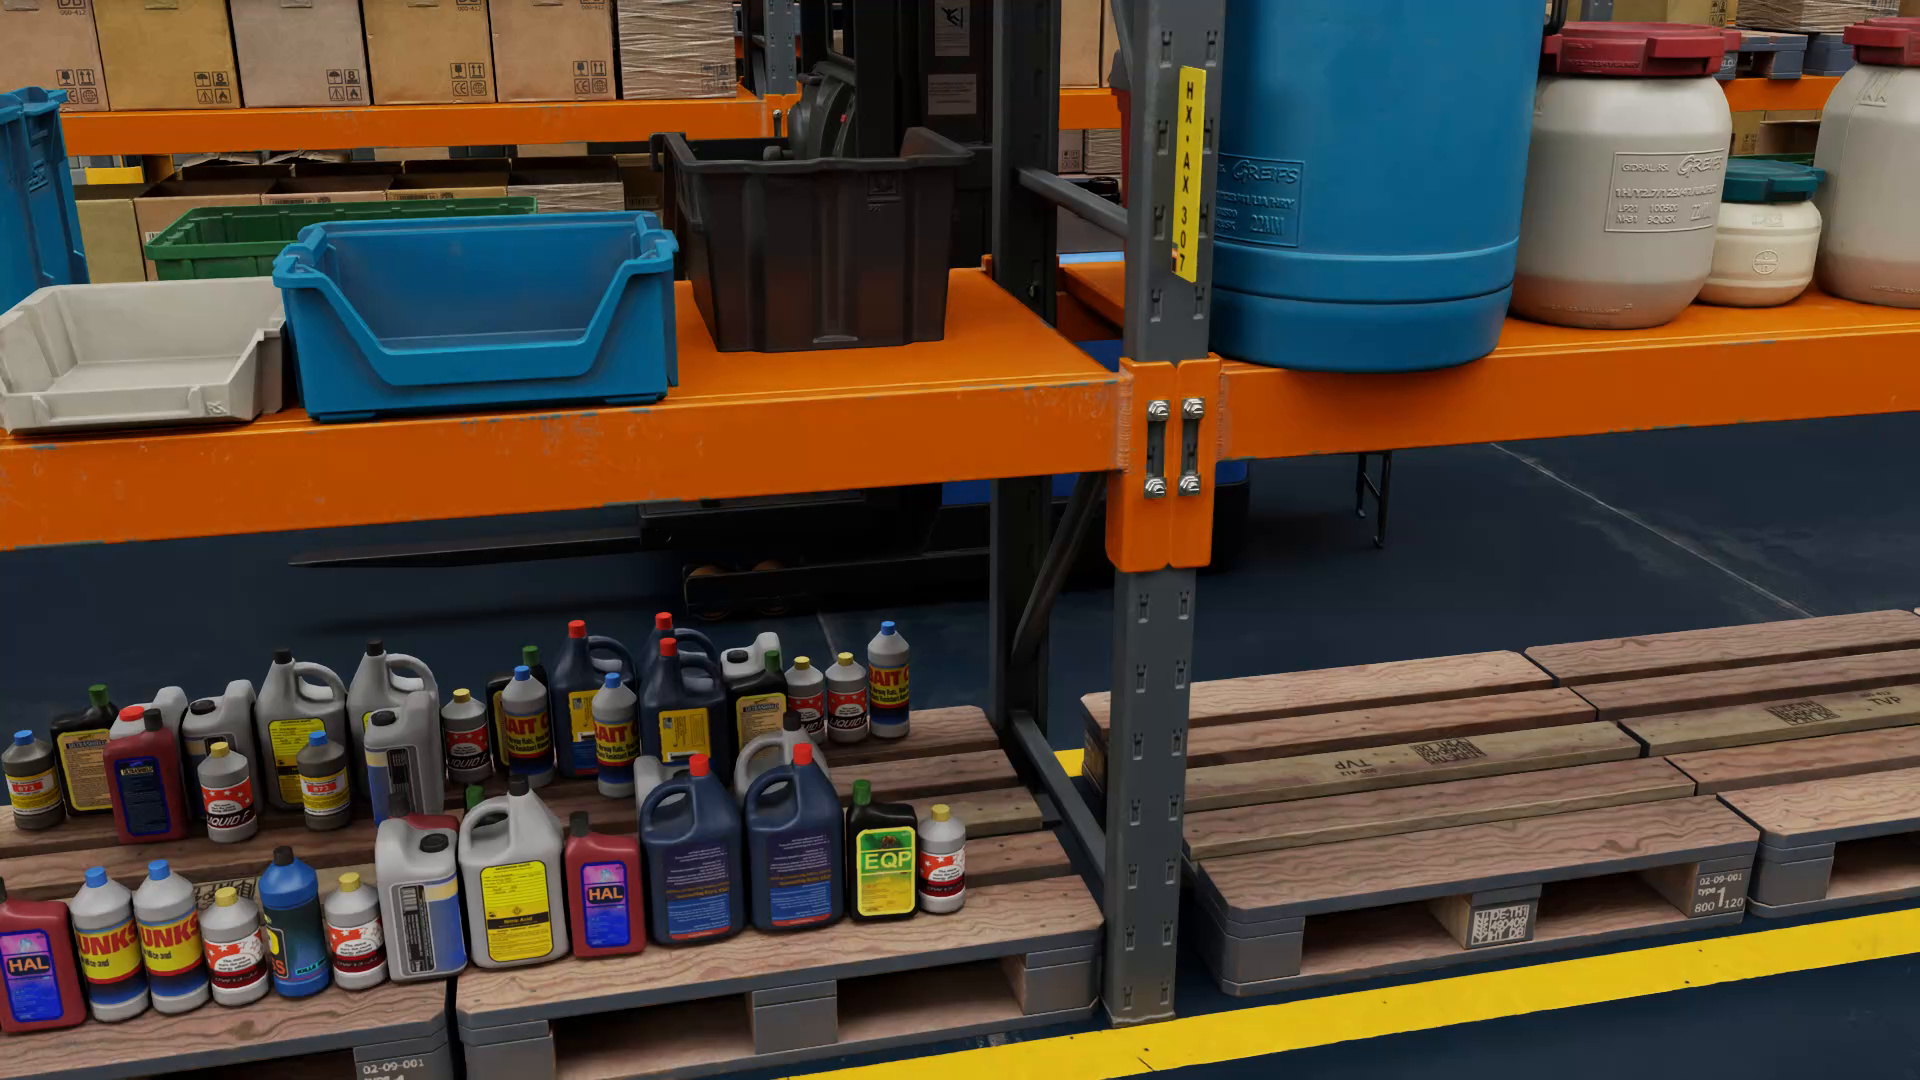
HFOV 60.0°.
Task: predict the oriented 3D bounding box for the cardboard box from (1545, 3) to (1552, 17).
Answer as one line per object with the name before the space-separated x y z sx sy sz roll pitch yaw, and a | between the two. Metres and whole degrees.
cardboard box | 4.740 -4.277 13.466 0.250 0.149 0.380 -5 21 -12

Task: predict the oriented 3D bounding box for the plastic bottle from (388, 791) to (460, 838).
plastic bottle | -1.001 0.601 3.121 0.133 0.283 0.061 -5 21 -12

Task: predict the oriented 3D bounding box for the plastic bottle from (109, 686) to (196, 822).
plastic bottle | -1.711 0.454 3.533 0.135 0.276 0.152 -4 21 -12

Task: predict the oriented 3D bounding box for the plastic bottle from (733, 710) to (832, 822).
plastic bottle | -0.349 0.505 3.287 0.185 0.351 0.144 -5 21 -12

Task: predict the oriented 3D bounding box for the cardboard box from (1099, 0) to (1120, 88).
cardboard box | 0.859 -2.474 8.061 0.500 0.500 0.500 -5 21 -12

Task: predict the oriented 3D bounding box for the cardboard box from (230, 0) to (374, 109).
cardboard box | -2.822 -2.176 7.250 0.500 0.500 0.700 -4 21 -11

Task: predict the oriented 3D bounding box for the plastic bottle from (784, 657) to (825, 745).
plastic bottle | -0.365 0.370 3.871 0.097 0.201 0.097 0 20 0

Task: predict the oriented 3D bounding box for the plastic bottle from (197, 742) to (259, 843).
plastic bottle | -1.529 0.519 3.466 0.097 0.201 0.097 0 20 0

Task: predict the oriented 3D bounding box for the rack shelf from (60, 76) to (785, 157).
rack shelf | -2.838 -1.794 7.397 4.000 0.370 1.077 -5 21 -12

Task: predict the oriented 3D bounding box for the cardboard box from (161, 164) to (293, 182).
cardboard box | -3.361 -1.458 7.730 0.500 0.500 0.500 -5 21 -12

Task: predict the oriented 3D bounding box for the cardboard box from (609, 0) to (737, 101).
cardboard box | -1.322 -2.300 7.586 0.500 0.500 0.700 -5 21 -14

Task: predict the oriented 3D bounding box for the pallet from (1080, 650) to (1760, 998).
pallet | 0.999 0.603 3.863 1.213 0.211 1.003 -5 21 -12

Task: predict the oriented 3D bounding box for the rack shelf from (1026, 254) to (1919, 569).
rack shelf | 2.190 -0.452 3.734 4.000 0.370 1.077 -5 21 -12

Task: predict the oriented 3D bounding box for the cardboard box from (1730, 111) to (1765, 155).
cardboard box | 6.501 -3.629 14.385 0.500 0.500 0.700 -4 21 -12

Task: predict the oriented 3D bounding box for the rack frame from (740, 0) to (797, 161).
rack frame | -0.892 -2.290 7.705 0.127 3.000 1.000 -5 21 -12

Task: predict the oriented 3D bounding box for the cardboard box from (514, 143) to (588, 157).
cardboard box | -3.036 -2.885 12.324 0.500 0.500 0.500 -6 21 -17

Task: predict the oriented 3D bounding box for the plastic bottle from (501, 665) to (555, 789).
plastic bottle | -0.955 0.407 3.669 0.097 0.271 0.097 0 20 0

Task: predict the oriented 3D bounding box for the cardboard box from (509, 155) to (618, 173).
cardboard box | -1.900 -1.574 8.047 0.500 0.500 0.500 -5 21 -12

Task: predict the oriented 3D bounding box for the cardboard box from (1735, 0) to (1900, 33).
cardboard box | 4.522 -2.947 8.742 0.500 0.500 0.700 -1 20 -2

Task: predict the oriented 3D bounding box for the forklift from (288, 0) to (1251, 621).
forklift | -0.613 -1.326 5.174 3.031 2.935 1.130 -5 21 -12

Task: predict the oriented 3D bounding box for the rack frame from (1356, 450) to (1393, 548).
rack frame | 1.458 -1.027 5.565 0.015 2.100 0.400 0 20 1

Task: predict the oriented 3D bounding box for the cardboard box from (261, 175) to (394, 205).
cardboard box | -2.751 -1.317 7.347 0.500 0.500 0.500 -5 21 -12

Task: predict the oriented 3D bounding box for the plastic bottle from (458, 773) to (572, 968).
plastic bottle | -0.817 0.594 3.044 0.185 0.351 0.144 -5 21 -13

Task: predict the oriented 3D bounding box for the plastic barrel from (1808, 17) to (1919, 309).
plastic barrel | 1.940 -0.756 3.319 0.433 0.535 0.433 0 20 0

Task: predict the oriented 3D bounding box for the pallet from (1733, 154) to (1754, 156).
pallet | 6.508 -3.306 14.532 1.213 0.211 1.003 -5 21 -12

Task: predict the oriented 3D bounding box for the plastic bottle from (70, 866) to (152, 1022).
plastic bottle | -1.479 0.693 2.888 0.097 0.271 0.097 0 20 0

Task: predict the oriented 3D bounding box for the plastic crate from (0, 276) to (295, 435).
plastic crate | -1.278 -0.294 2.641 0.437 0.136 0.530 -5 21 -12

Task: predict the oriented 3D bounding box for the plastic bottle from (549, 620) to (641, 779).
plastic bottle | -0.821 0.346 3.722 0.185 0.351 0.144 -6 21 -15

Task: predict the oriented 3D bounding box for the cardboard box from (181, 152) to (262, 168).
cardboard box | -5.234 -2.600 11.821 0.500 0.311 0.500 -7 21 -19

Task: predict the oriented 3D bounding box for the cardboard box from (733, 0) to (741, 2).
cardboard box | -1.532 -4.230 12.217 0.500 0.500 0.700 -5 21 -12

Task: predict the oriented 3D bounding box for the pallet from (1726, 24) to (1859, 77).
pallet | 4.892 -2.672 9.027 1.213 0.211 1.003 -5 21 -12

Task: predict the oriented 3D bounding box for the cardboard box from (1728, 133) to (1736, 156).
cardboard box | 3.911 -2.150 9.227 0.500 0.250 0.500 -4 20 -10

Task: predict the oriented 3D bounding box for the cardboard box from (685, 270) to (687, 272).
cardboard box | -1.413 -1.261 8.283 0.500 0.250 0.500 -5 21 -12

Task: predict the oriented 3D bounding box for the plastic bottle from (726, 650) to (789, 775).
plastic bottle | -0.450 0.386 3.709 0.133 0.283 0.061 -5 21 -12

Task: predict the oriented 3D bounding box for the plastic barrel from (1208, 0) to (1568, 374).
plastic barrel | 0.690 -0.796 2.898 0.708 0.901 0.600 -5 21 -12

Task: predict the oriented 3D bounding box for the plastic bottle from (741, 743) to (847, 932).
plastic bottle | -0.316 0.553 3.155 0.185 0.351 0.144 -5 21 -14

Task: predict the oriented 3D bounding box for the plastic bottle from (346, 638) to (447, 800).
plastic bottle | -1.234 0.379 3.630 0.185 0.351 0.144 -5 21 -13

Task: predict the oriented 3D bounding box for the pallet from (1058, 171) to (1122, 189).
pallet | 1.096 -2.894 13.407 1.213 0.211 1.003 -5 21 -12

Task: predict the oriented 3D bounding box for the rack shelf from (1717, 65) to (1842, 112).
rack shelf | 4.947 -2.427 9.125 4.000 0.370 1.077 -5 21 -12

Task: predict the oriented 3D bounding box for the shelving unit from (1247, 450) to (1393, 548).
shelving unit | 1.214 -1.028 5.569 0.503 2.100 0.431 0 20 1

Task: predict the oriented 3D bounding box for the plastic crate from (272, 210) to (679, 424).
plastic crate | -0.770 -0.383 2.716 0.616 0.251 0.499 -5 21 -12

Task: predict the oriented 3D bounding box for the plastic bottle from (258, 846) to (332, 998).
plastic bottle | -1.184 0.669 2.954 0.097 0.271 0.097 0 20 0
